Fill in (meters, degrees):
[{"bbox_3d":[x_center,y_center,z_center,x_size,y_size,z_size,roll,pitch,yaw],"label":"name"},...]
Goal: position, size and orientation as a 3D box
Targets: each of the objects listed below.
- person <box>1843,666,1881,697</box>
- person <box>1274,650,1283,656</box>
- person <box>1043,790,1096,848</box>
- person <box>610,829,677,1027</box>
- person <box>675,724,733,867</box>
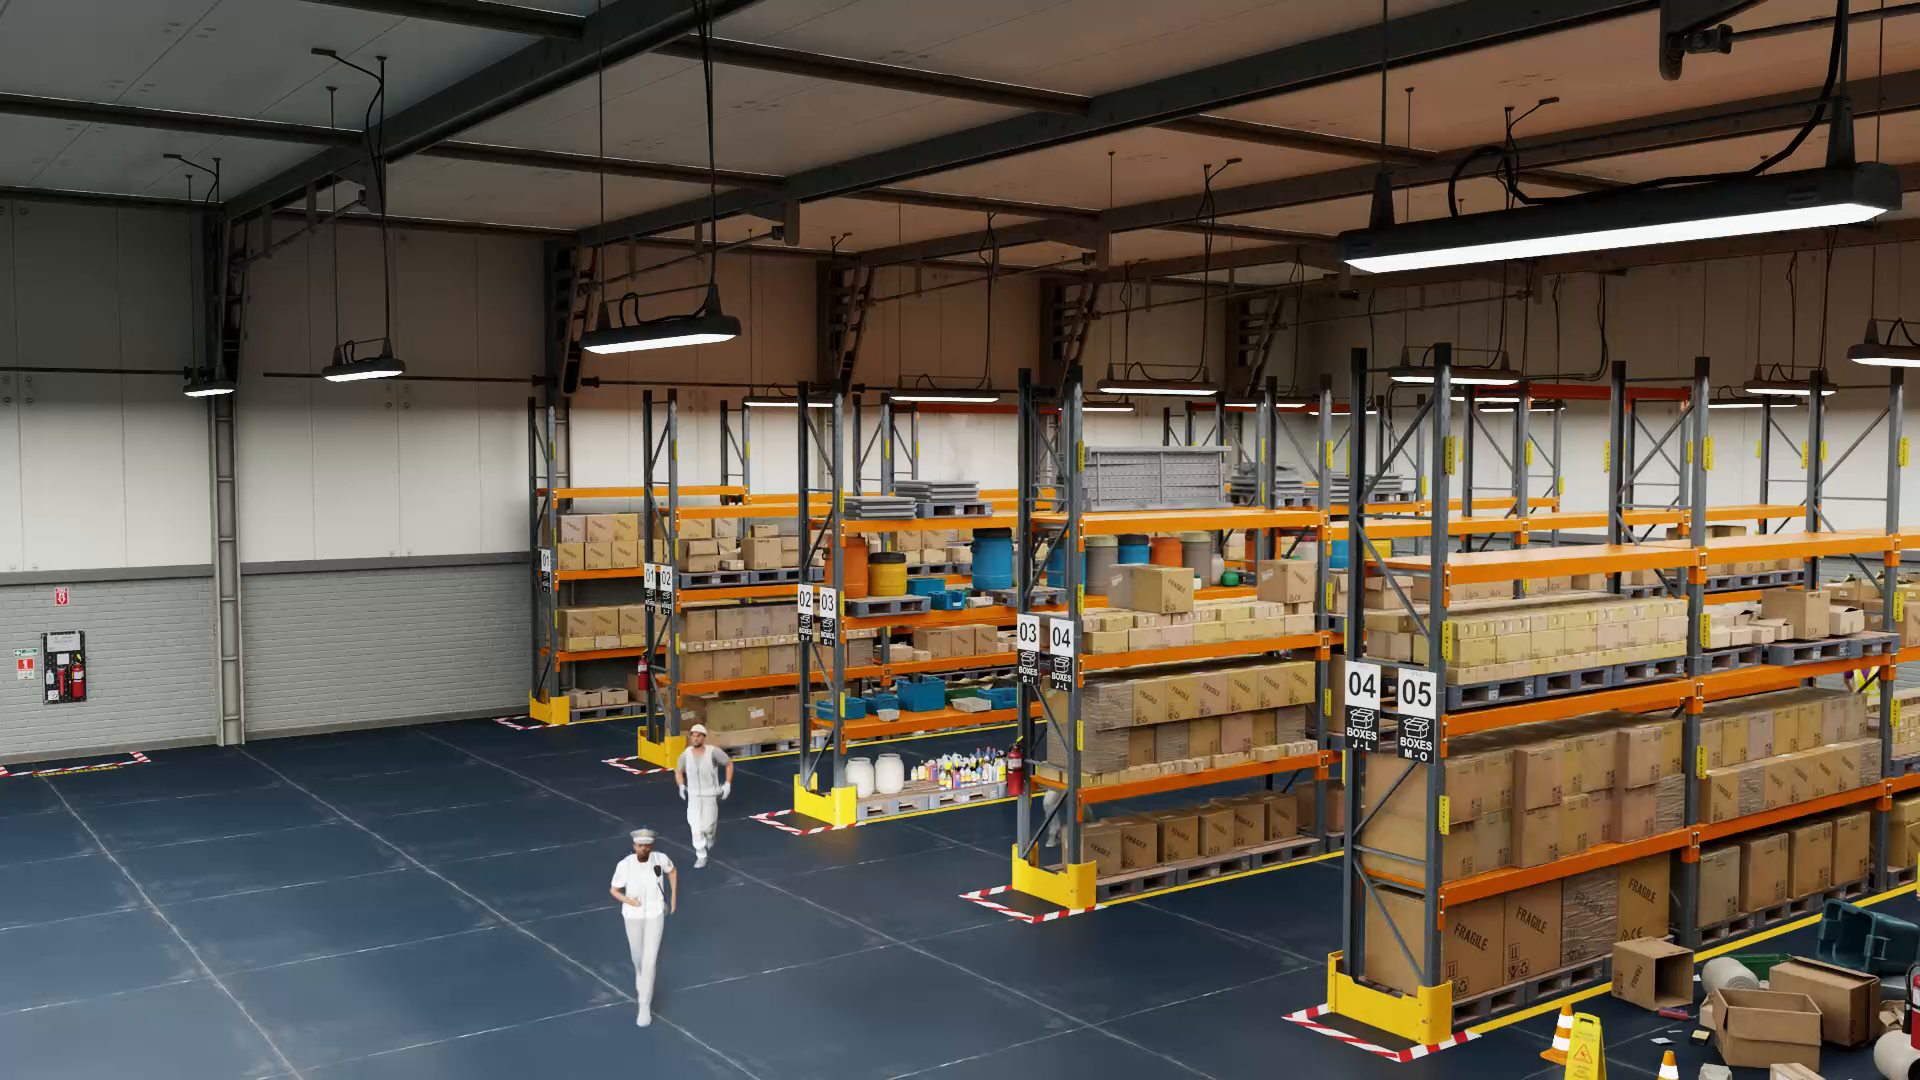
[{"bbox_3d":[14.953,2.595,27.404,0.692,1.655,0.741,2,4,25],"label":"person"},{"bbox_3d":[5.775,2.490,31.273,0.861,1.661,0.632,-3,5,-42],"label":"person"},{"bbox_3d":[1.466,3.098,21.285,0.799,1.717,0.580,-3,5,-43],"label":"person"},{"bbox_3d":[-2.871,3.432,15.121,0.600,1.715,0.968,-1,3,-11],"label":"person"},{"bbox_3d":[-3.124,3.105,20.209,0.690,1.744,0.665,0,3,5],"label":"person"}]
